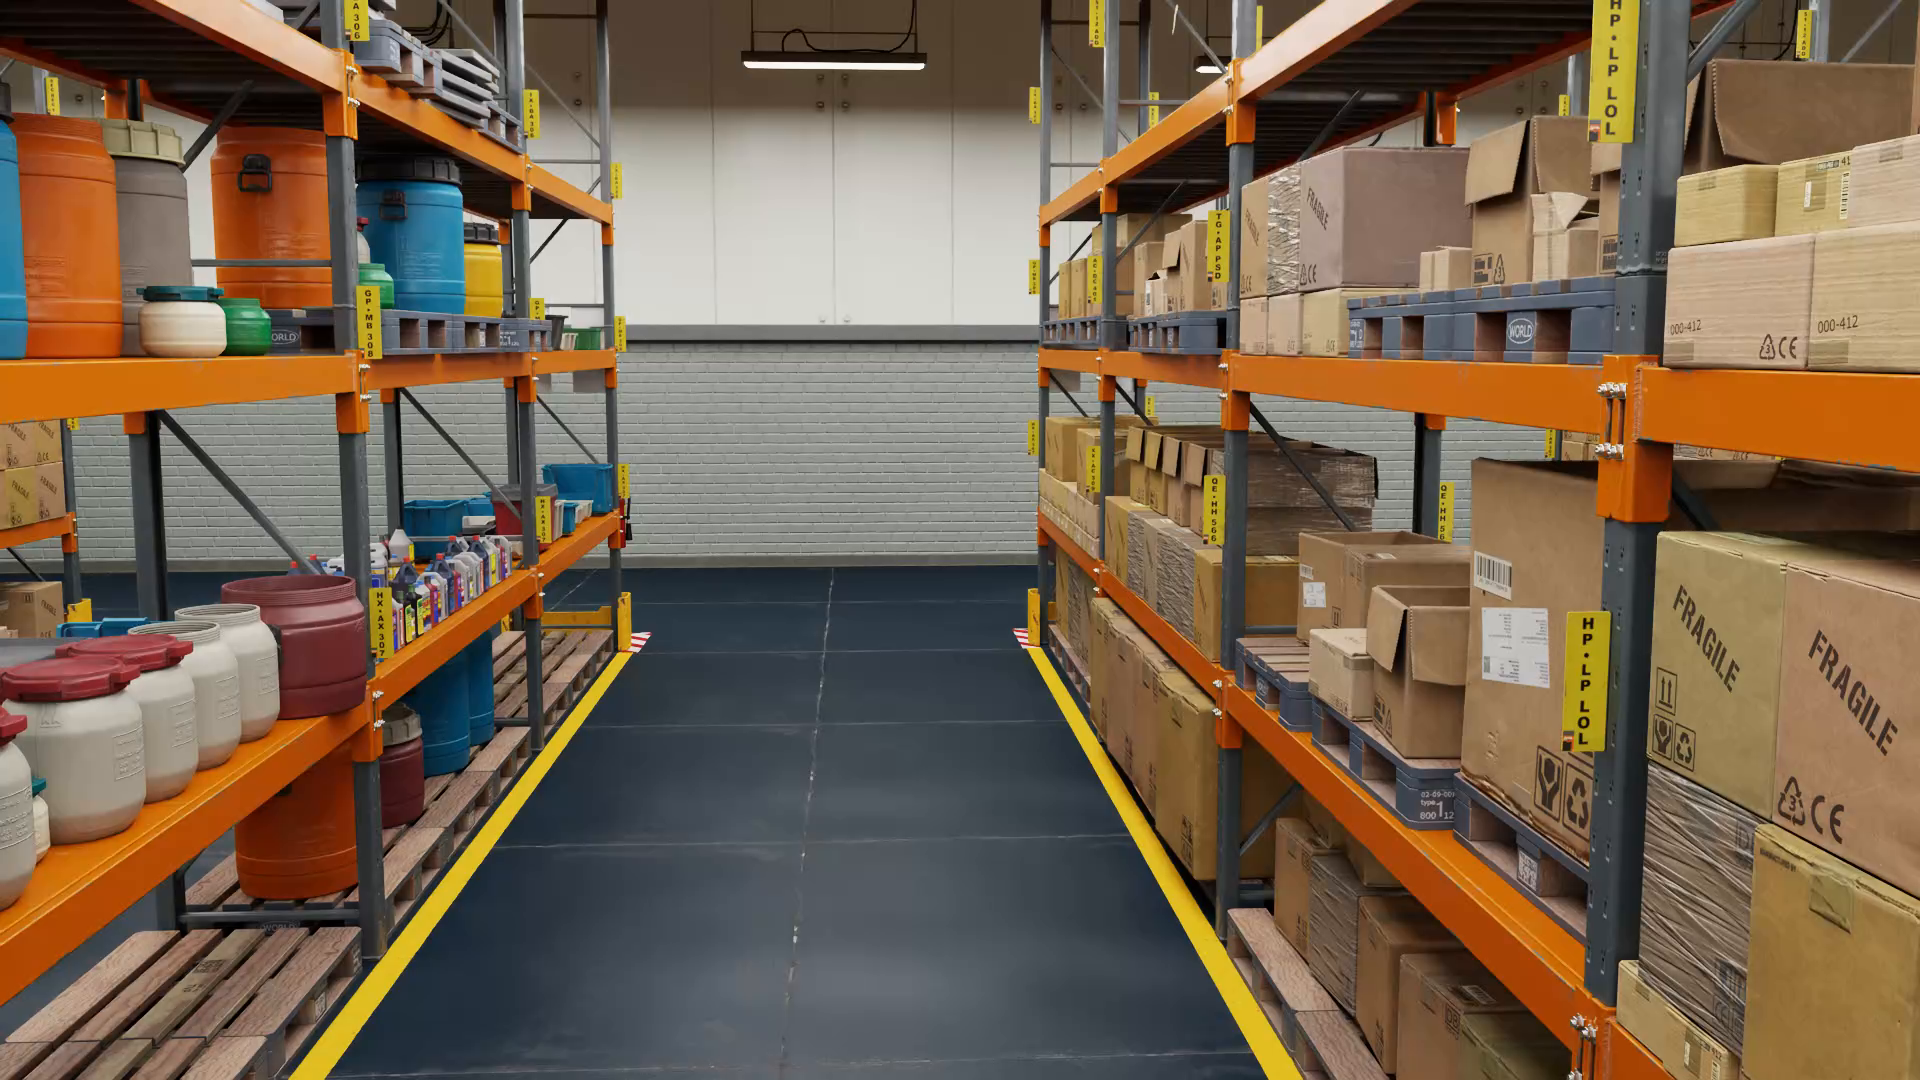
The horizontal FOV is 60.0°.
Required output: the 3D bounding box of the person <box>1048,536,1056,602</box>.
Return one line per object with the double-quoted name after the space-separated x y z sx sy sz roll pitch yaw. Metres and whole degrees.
1.063 -0.017 16.952 0.429 1.772 0.645 -1 7 -7 "person"
